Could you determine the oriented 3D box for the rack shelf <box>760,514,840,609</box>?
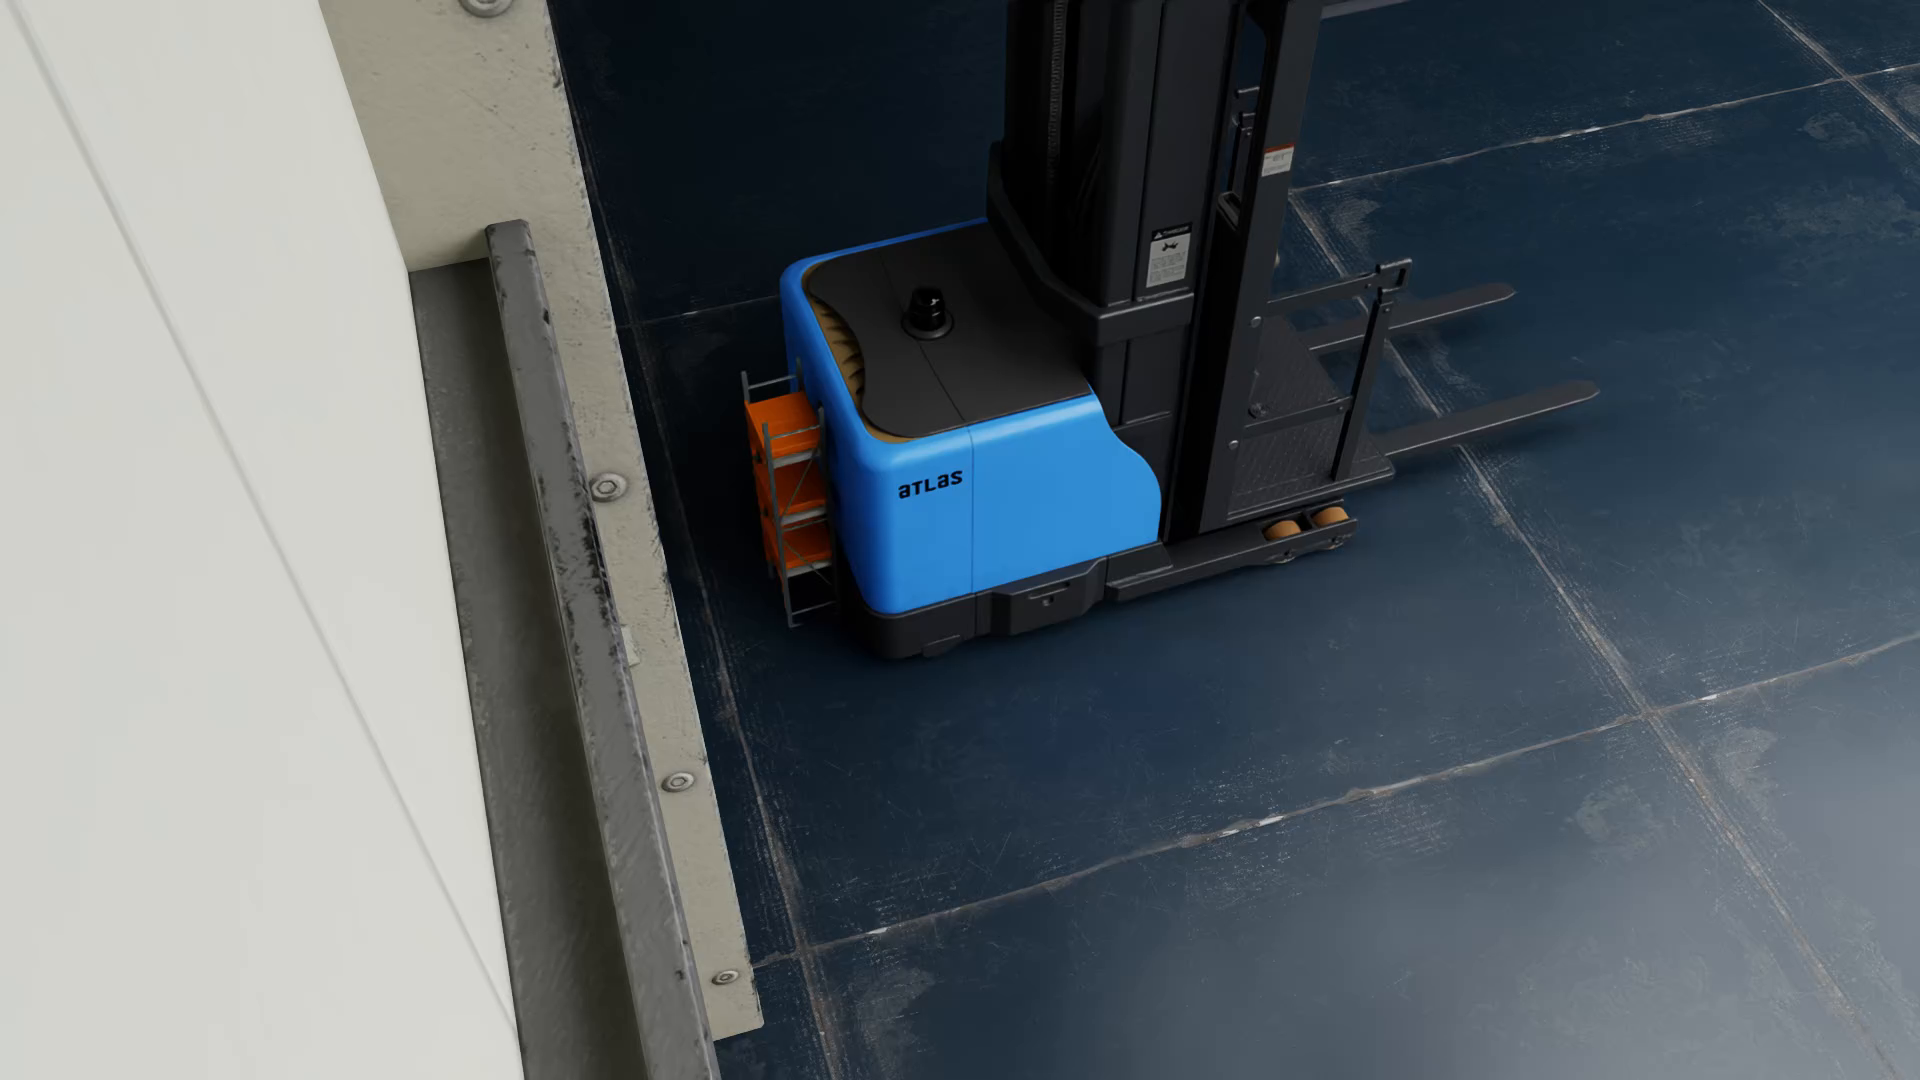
[{"bbox_3d":[-0.566,0.049,5.900,0.215,0.259,0.240,-16,52,-13],"label":"rack shelf"}]

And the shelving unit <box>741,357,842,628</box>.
[{"bbox_3d":[-0.566,-0.137,5.679,0.215,1.050,0.252,-16,52,-13],"label":"shelving unit"}]

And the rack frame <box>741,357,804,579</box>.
[{"bbox_3d":[-0.609,-0.225,5.753,0.200,1.050,0.008,-16,52,-13],"label":"rack frame"}]

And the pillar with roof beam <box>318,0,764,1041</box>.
[{"bbox_3d":[3.317,-2.519,2.487,9.100,9.000,0.400,-13,51,-11],"label":"pillar with roof beam"}]

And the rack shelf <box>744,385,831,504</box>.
[{"bbox_3d":[-0.566,-0.313,5.470,0.215,0.259,0.240,-16,52,-13],"label":"rack shelf"}]

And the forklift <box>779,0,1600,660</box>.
[{"bbox_3d":[0.945,-1.226,5.366,3.031,2.935,1.130,-15,52,-13],"label":"forklift"}]

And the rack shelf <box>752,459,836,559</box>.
[{"bbox_3d":[-0.566,-0.130,5.687,0.215,0.259,0.240,-16,52,-13],"label":"rack shelf"}]

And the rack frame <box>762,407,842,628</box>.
[{"bbox_3d":[-0.523,-0.050,5.605,0.200,1.050,0.008,-16,52,-13],"label":"rack frame"}]
